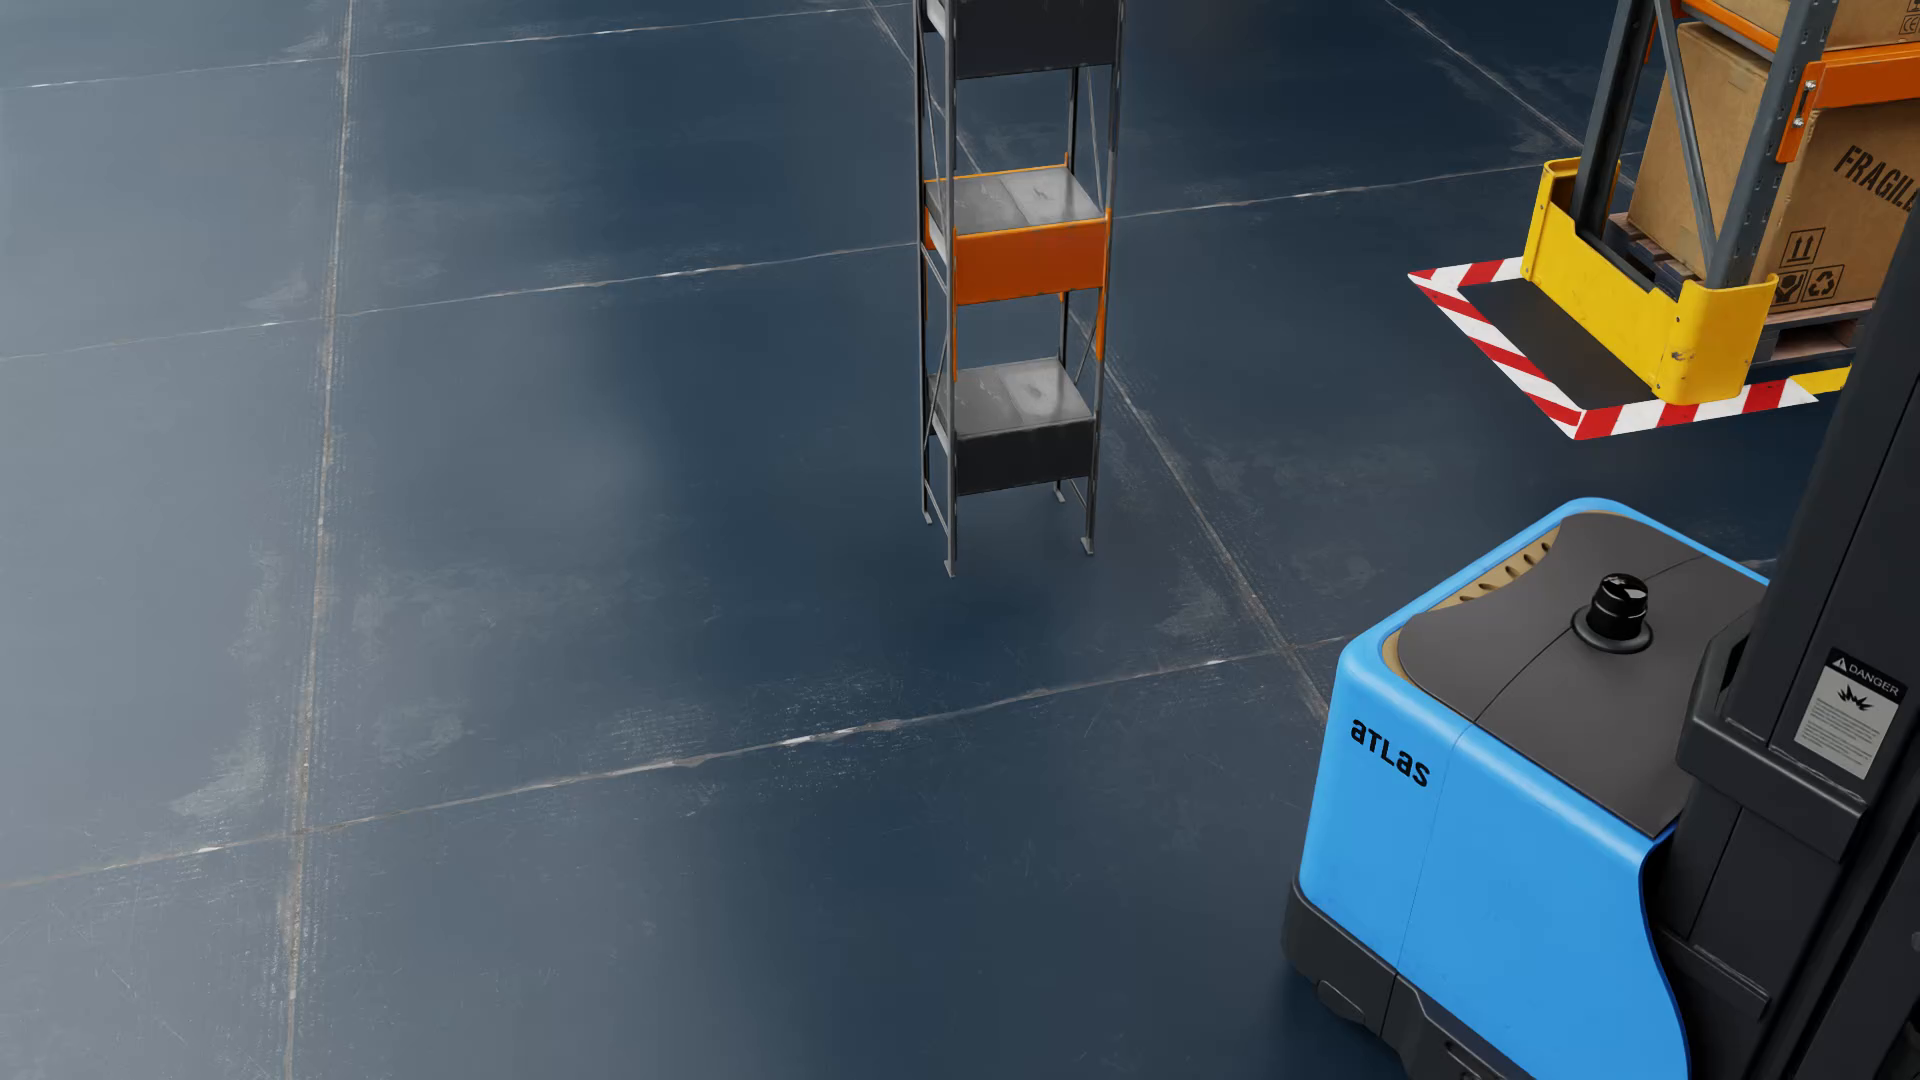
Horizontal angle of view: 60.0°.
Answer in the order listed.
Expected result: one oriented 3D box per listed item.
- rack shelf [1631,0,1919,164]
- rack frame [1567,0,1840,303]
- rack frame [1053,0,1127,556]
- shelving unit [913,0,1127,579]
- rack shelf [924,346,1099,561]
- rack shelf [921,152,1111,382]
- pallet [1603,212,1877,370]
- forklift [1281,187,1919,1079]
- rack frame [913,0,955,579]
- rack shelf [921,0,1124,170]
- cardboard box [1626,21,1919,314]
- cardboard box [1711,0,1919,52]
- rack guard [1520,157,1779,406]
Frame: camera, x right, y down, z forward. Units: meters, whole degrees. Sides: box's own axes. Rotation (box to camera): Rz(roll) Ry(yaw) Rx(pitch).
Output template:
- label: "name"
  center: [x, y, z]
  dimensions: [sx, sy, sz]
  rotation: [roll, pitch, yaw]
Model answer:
- label: "rack shelf"
  center: [4.709, -2.105, 6.625]
  dimensions: [4.000, 0.370, 1.077]
  rotation: [-9, 38, -12]
- label: "rack frame"
  center: [2.778, -2.074, 5.993]
  dimensions: [0.127, 3.000, 1.000]
  rotation: [-9, 38, -12]
- label: "rack frame"
  center: [0.395, -0.899, 5.197]
  dimensions: [0.015, 2.100, 0.400]
  rotation: [-9, 38, -12]
- label: "shelving unit"
  center: [0.160, -0.860, 5.146]
  dimensions: [0.503, 2.100, 0.431]
  rotation: [-9, 38, -12]
- label: "rack shelf"
  center: [0.160, -0.293, 5.580]
  dimensions: [0.480, 0.518, 0.431]
  rotation: [-9, 38, -12]
- label: "rack shelf"
  center: [0.160, -0.849, 5.155]
  dimensions: [0.480, 0.518, 0.431]
  rotation: [-9, 38, -12]
- label: "pallet"
  center: [3.530, -1.139, 7.066]
  dimensions: [1.213, 0.211, 1.003]
  rotation: [-9, 38, -12]
- label: "forklift"
  center: [2.151, 0.434, 2.771]
  dimensions: [1.130, 2.935, 3.031]
  rotation: [-27, 45, -30]
- label: "rack frame"
  center: [-0.076, -0.822, 5.096]
  dimensions: [0.015, 2.100, 0.400]
  rotation: [-9, 38, -12]
- label: "rack shelf"
  center: [0.160, -1.405, 4.729]
  dimensions: [0.480, 0.518, 0.431]
  rotation: [-9, 38, -12]
- label: "cardboard box"
  center: [3.416, -1.543, 6.702]
  dimensions: [0.875, 0.875, 0.875]
  rotation: [-9, 38, -12]
- label: "cardboard box"
  center: [3.125, -2.219, 6.059]
  dimensions: [0.550, 0.550, 0.875]
  rotation: [-9, 38, -12]
- label: "rack guard"
  center: [2.755, -1.078, 6.747]
  dimensions: [0.348, 0.500, 1.175]
  rotation: [-9, 38, -12]
